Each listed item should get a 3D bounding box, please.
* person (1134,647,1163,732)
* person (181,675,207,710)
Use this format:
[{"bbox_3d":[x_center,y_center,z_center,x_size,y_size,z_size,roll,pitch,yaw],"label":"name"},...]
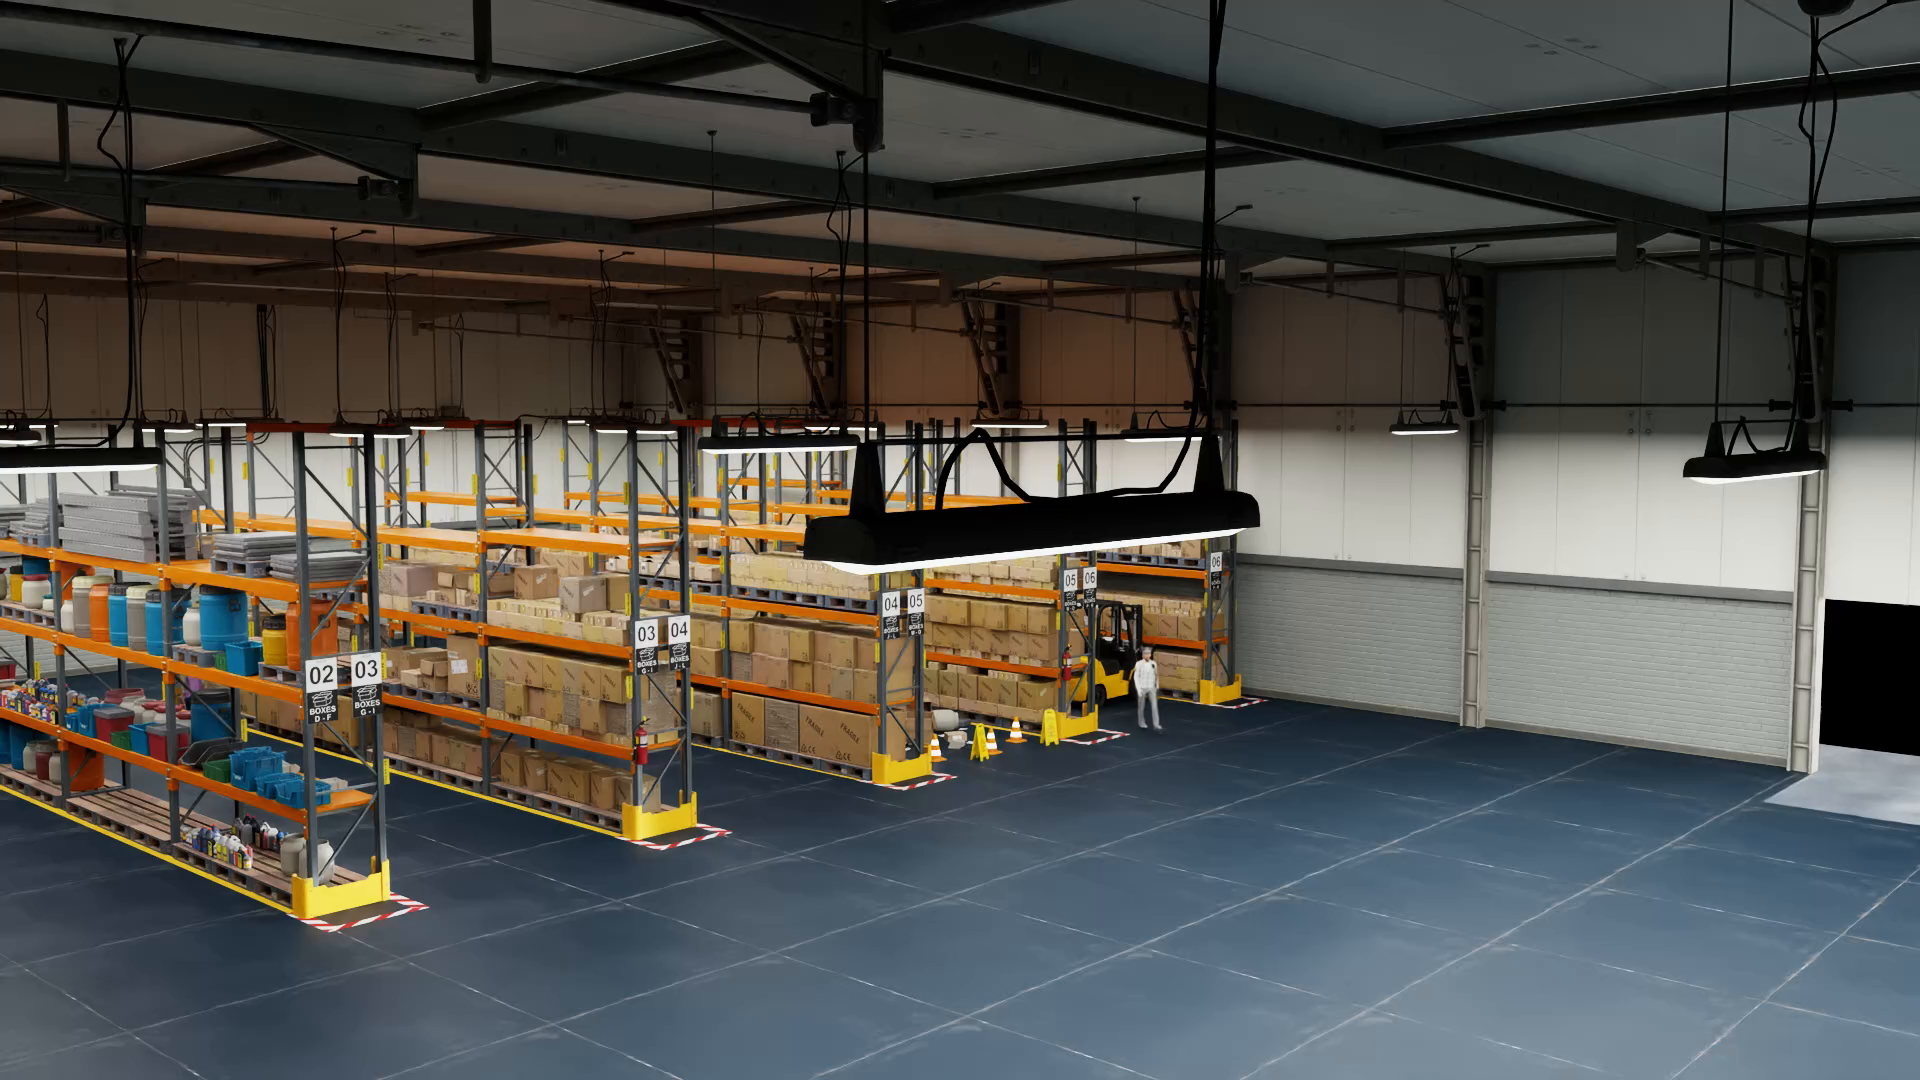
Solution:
[{"bbox_3d":[3.632,2.877,32.156,0.530,1.634,0.988,0,5,3],"label":"person"},{"bbox_3d":[-14.446,2.978,31.390,0.450,1.590,0.445,-2,5,-24],"label":"person"}]
